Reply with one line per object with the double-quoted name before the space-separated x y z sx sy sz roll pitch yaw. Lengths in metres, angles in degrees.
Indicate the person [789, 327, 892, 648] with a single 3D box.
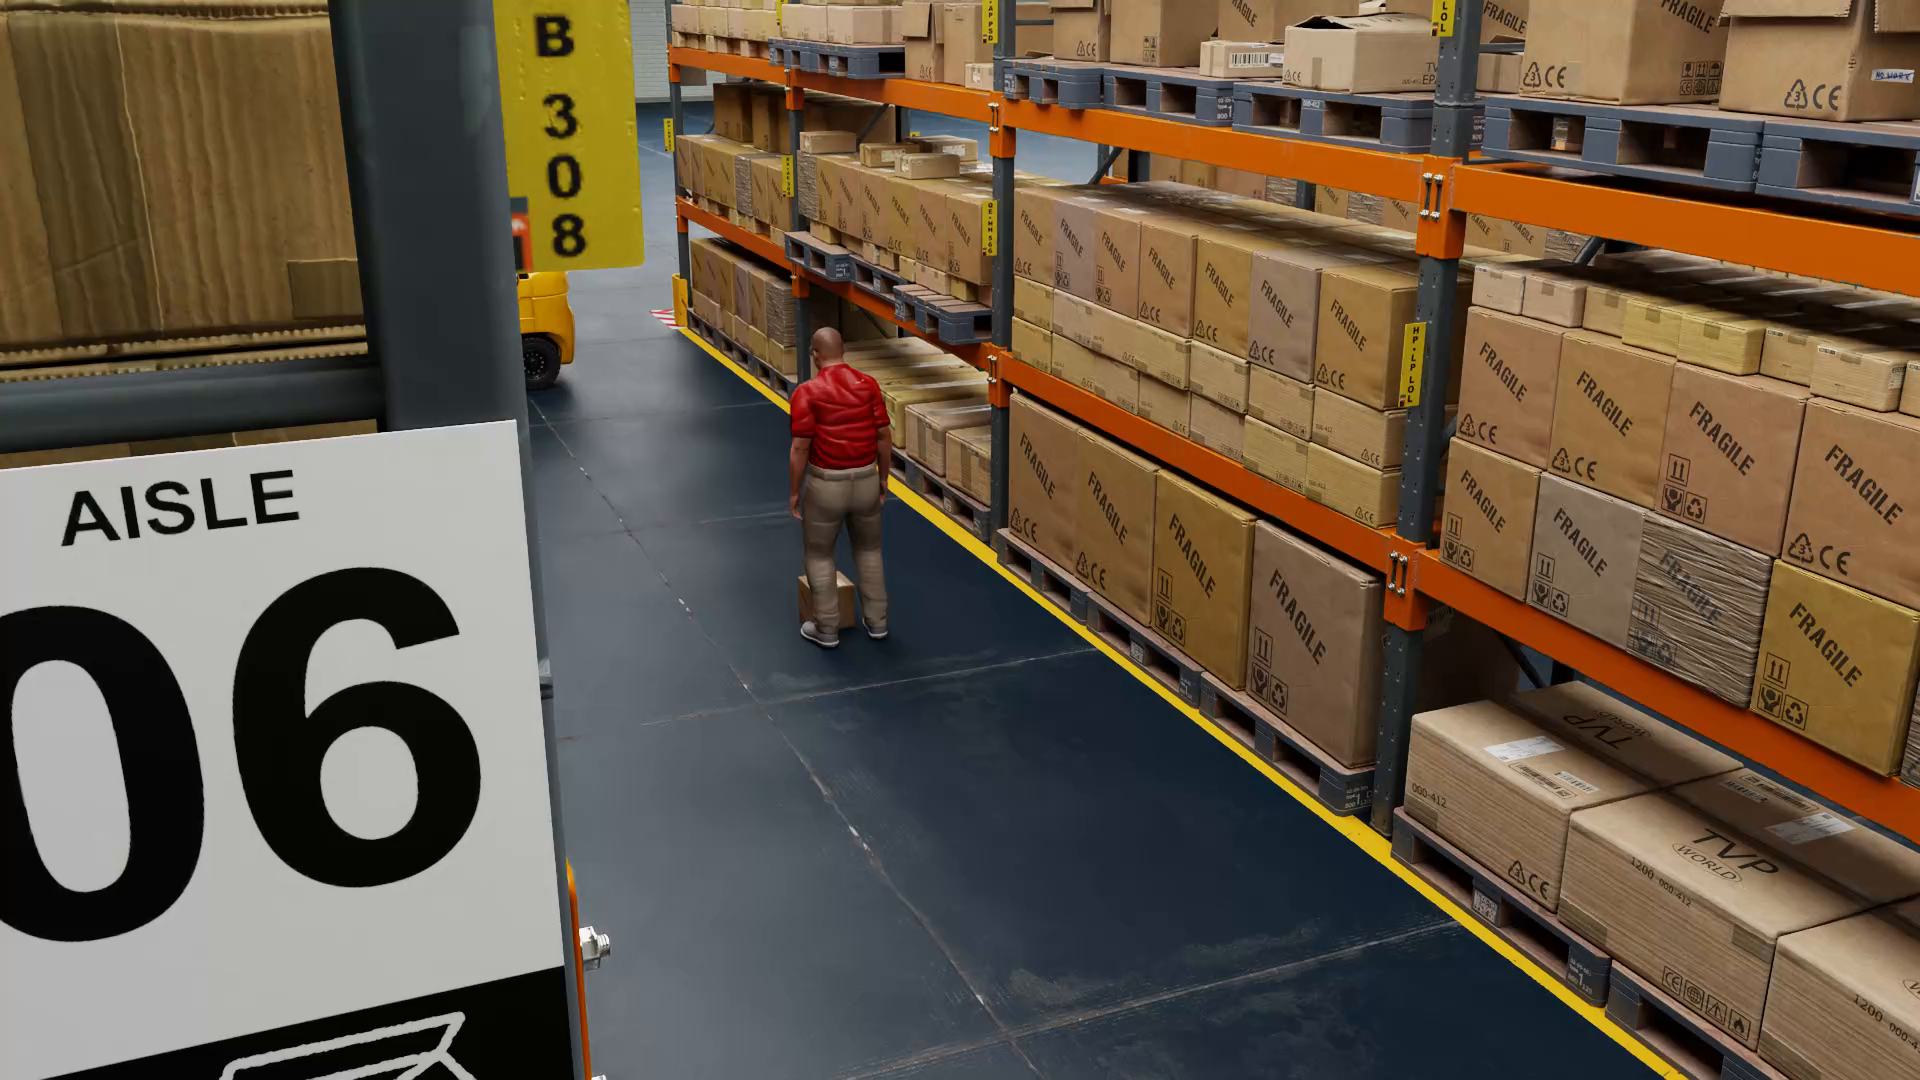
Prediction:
"person" -0.644 -0.277 8.905 0.590 1.725 0.392 -9 21 -24
